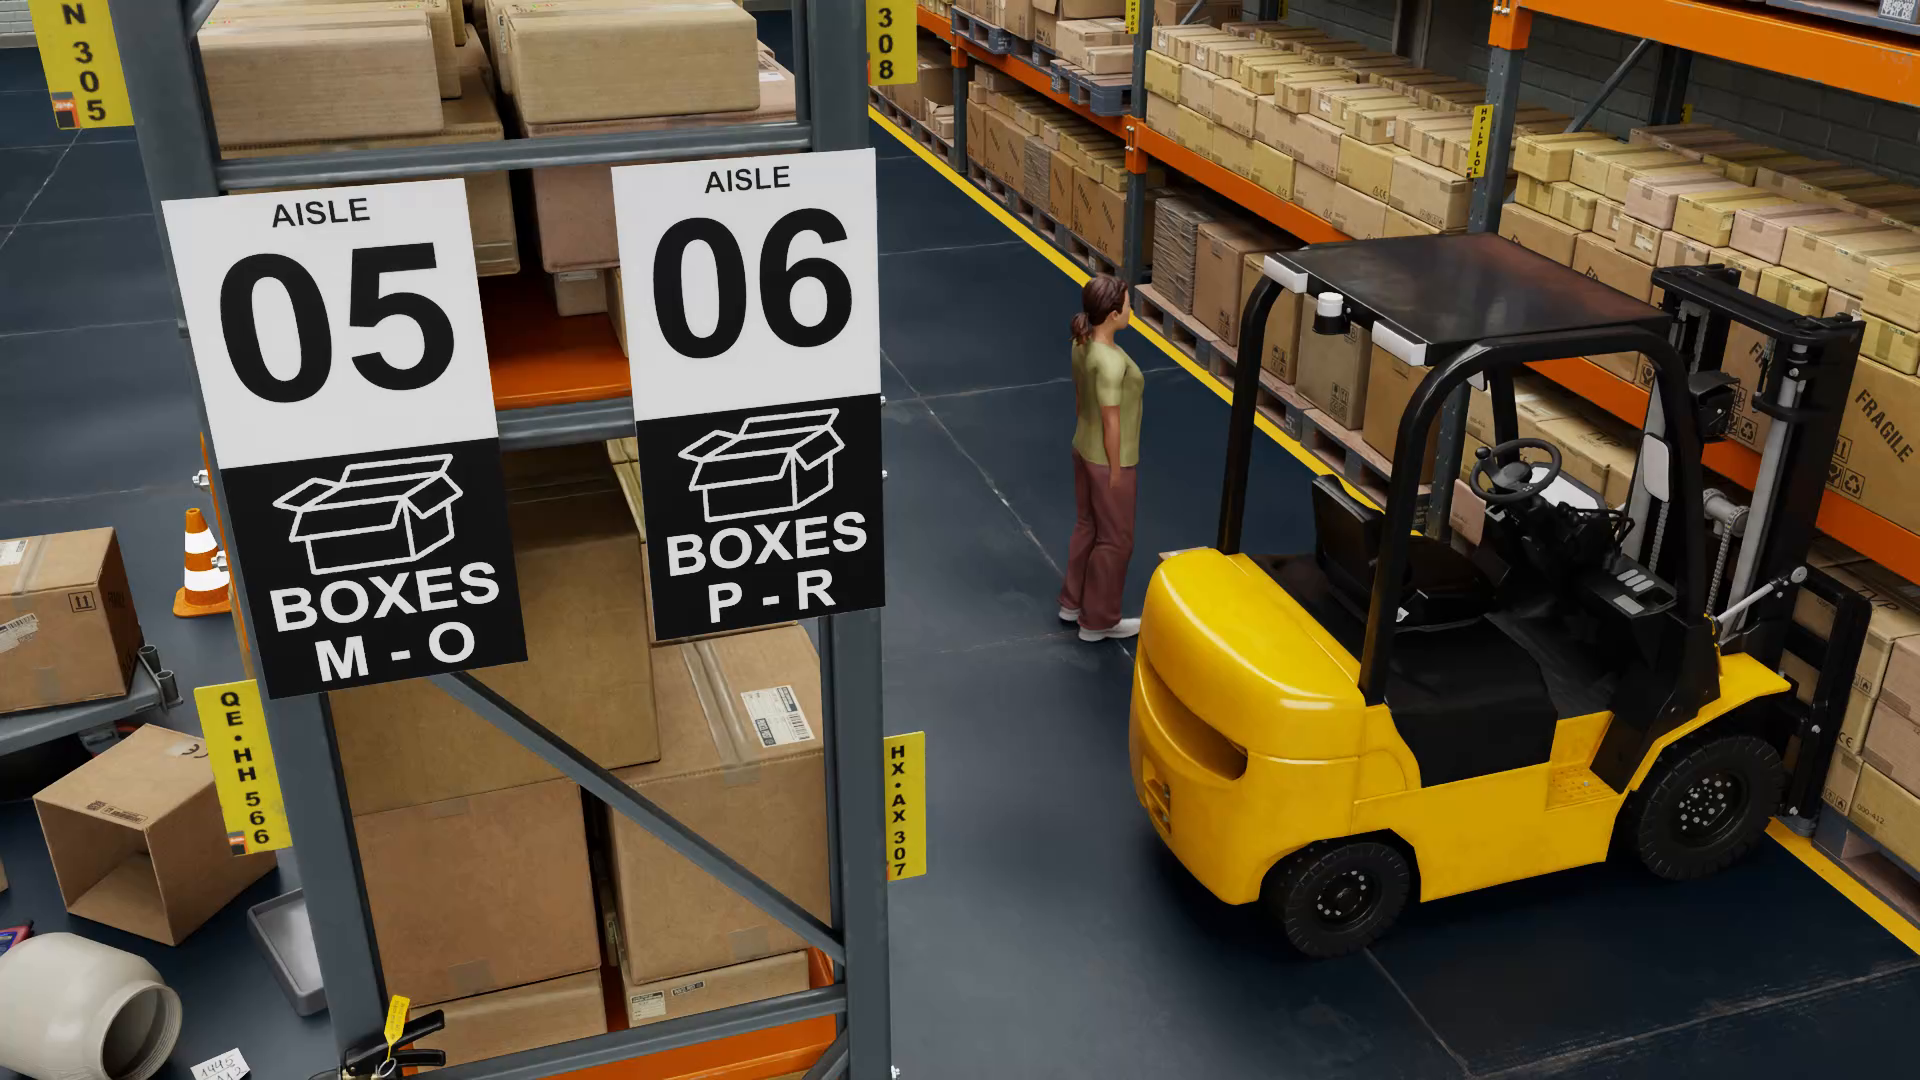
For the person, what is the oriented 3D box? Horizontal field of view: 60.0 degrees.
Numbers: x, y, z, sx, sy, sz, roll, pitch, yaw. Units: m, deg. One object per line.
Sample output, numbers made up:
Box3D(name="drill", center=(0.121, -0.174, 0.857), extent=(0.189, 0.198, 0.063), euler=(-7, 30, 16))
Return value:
Box3D(name="person", center=(0.628, -0.357, 7.349), extent=(0.362, 1.672, 0.440), euler=(-8, 27, -15))
